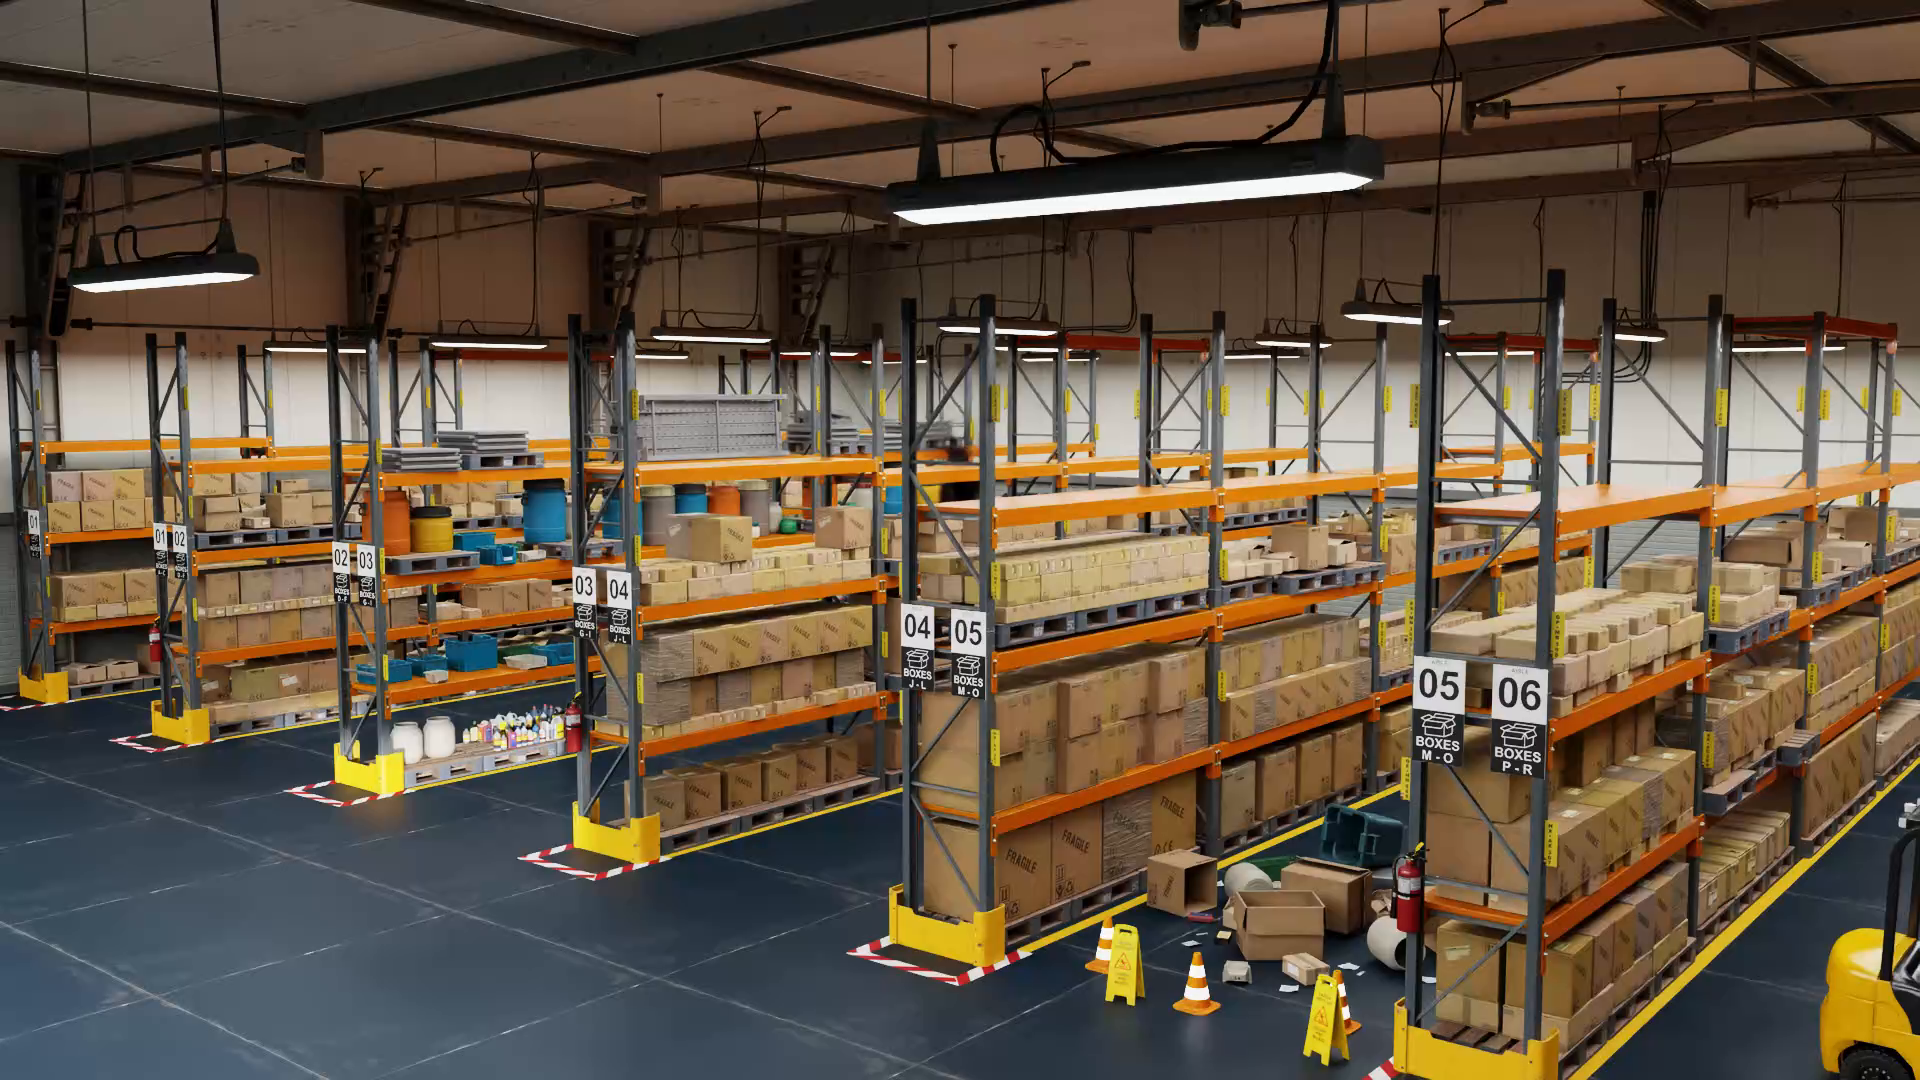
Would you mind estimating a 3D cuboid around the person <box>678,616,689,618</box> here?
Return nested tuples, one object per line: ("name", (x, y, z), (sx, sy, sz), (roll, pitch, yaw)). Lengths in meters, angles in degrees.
("person", (-4.982, 1.699, 28.771), (0.575, 1.696, 0.909), (3, 6, 33))
